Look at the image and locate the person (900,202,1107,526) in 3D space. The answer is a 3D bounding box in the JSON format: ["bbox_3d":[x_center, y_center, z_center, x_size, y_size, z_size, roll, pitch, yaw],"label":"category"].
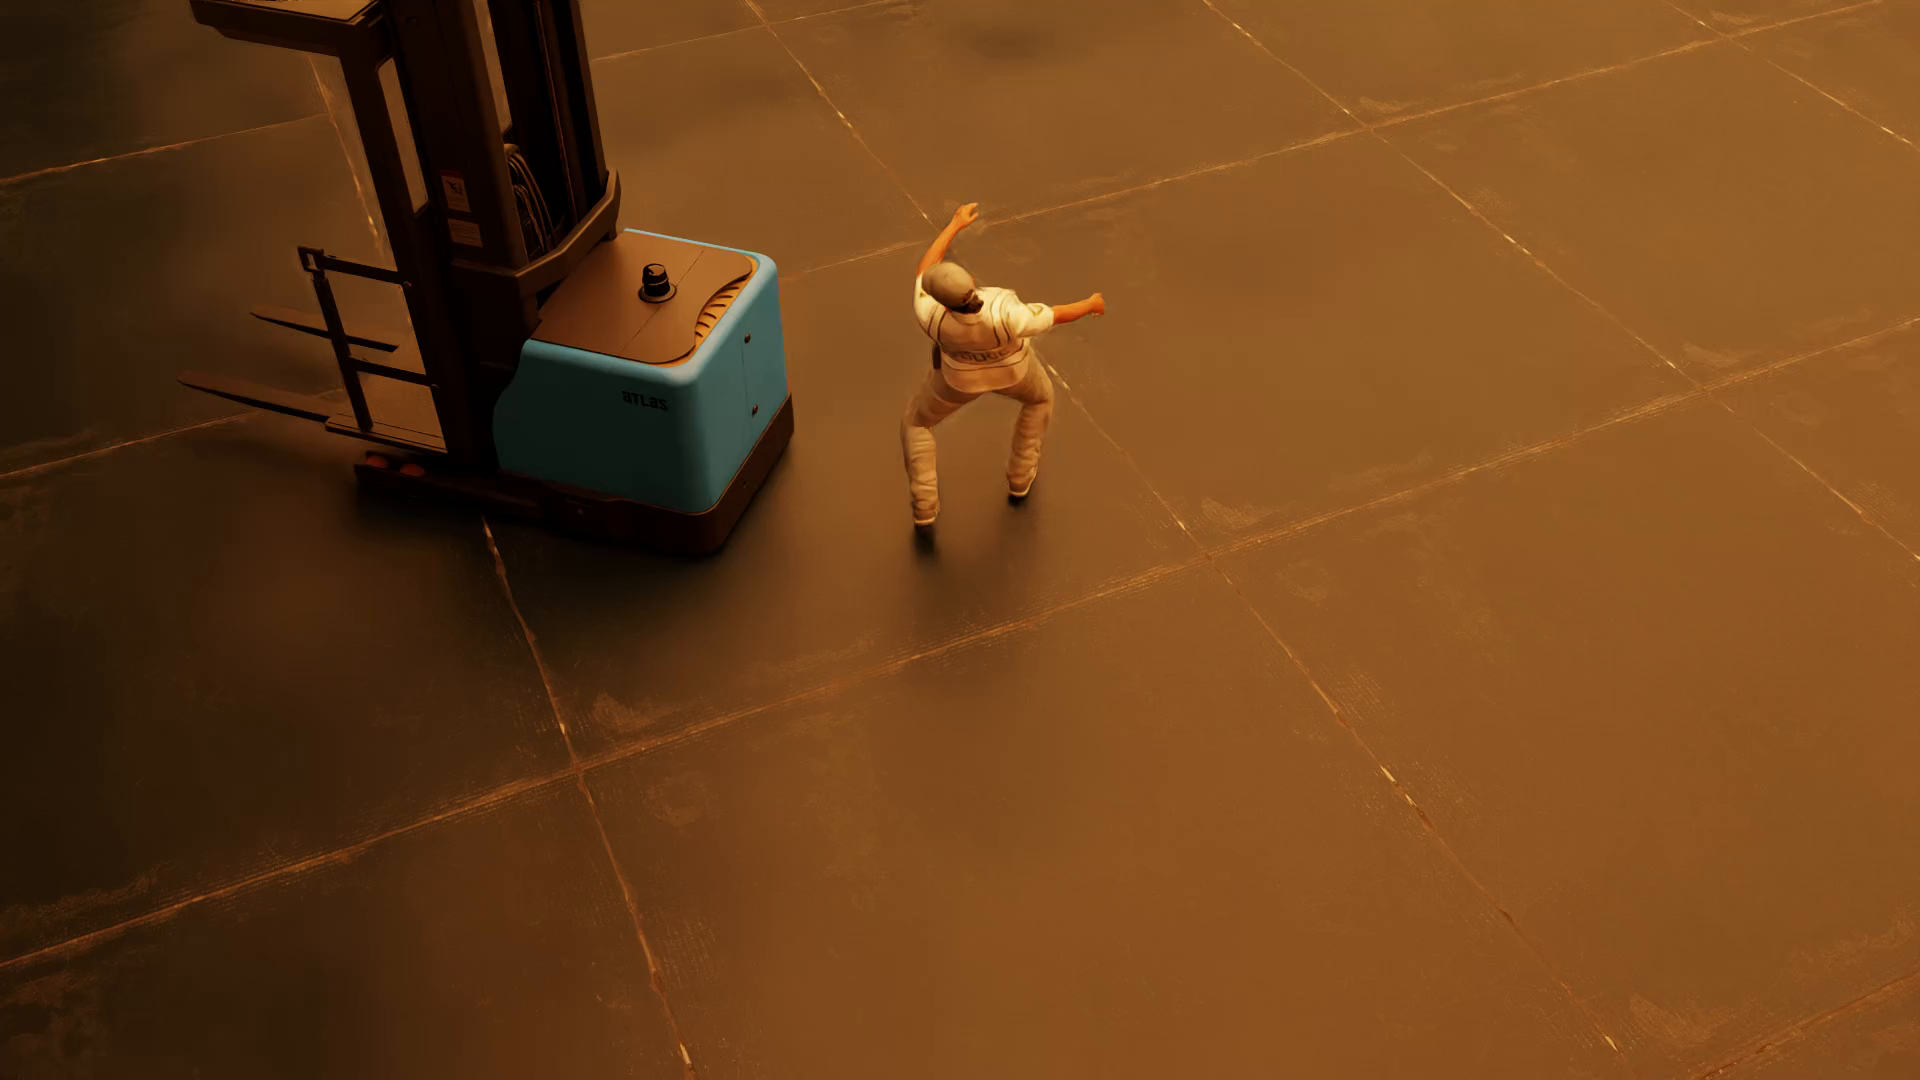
[{"bbox_3d":[0.201,-0.795,7.607,0.975,1.441,0.743,-7,43,-7],"label":"person"}]

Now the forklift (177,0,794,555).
[{"bbox_3d":[-2.402,-1.605,7.400,3.031,2.935,1.130,13,45,13],"label":"forklift"}]
